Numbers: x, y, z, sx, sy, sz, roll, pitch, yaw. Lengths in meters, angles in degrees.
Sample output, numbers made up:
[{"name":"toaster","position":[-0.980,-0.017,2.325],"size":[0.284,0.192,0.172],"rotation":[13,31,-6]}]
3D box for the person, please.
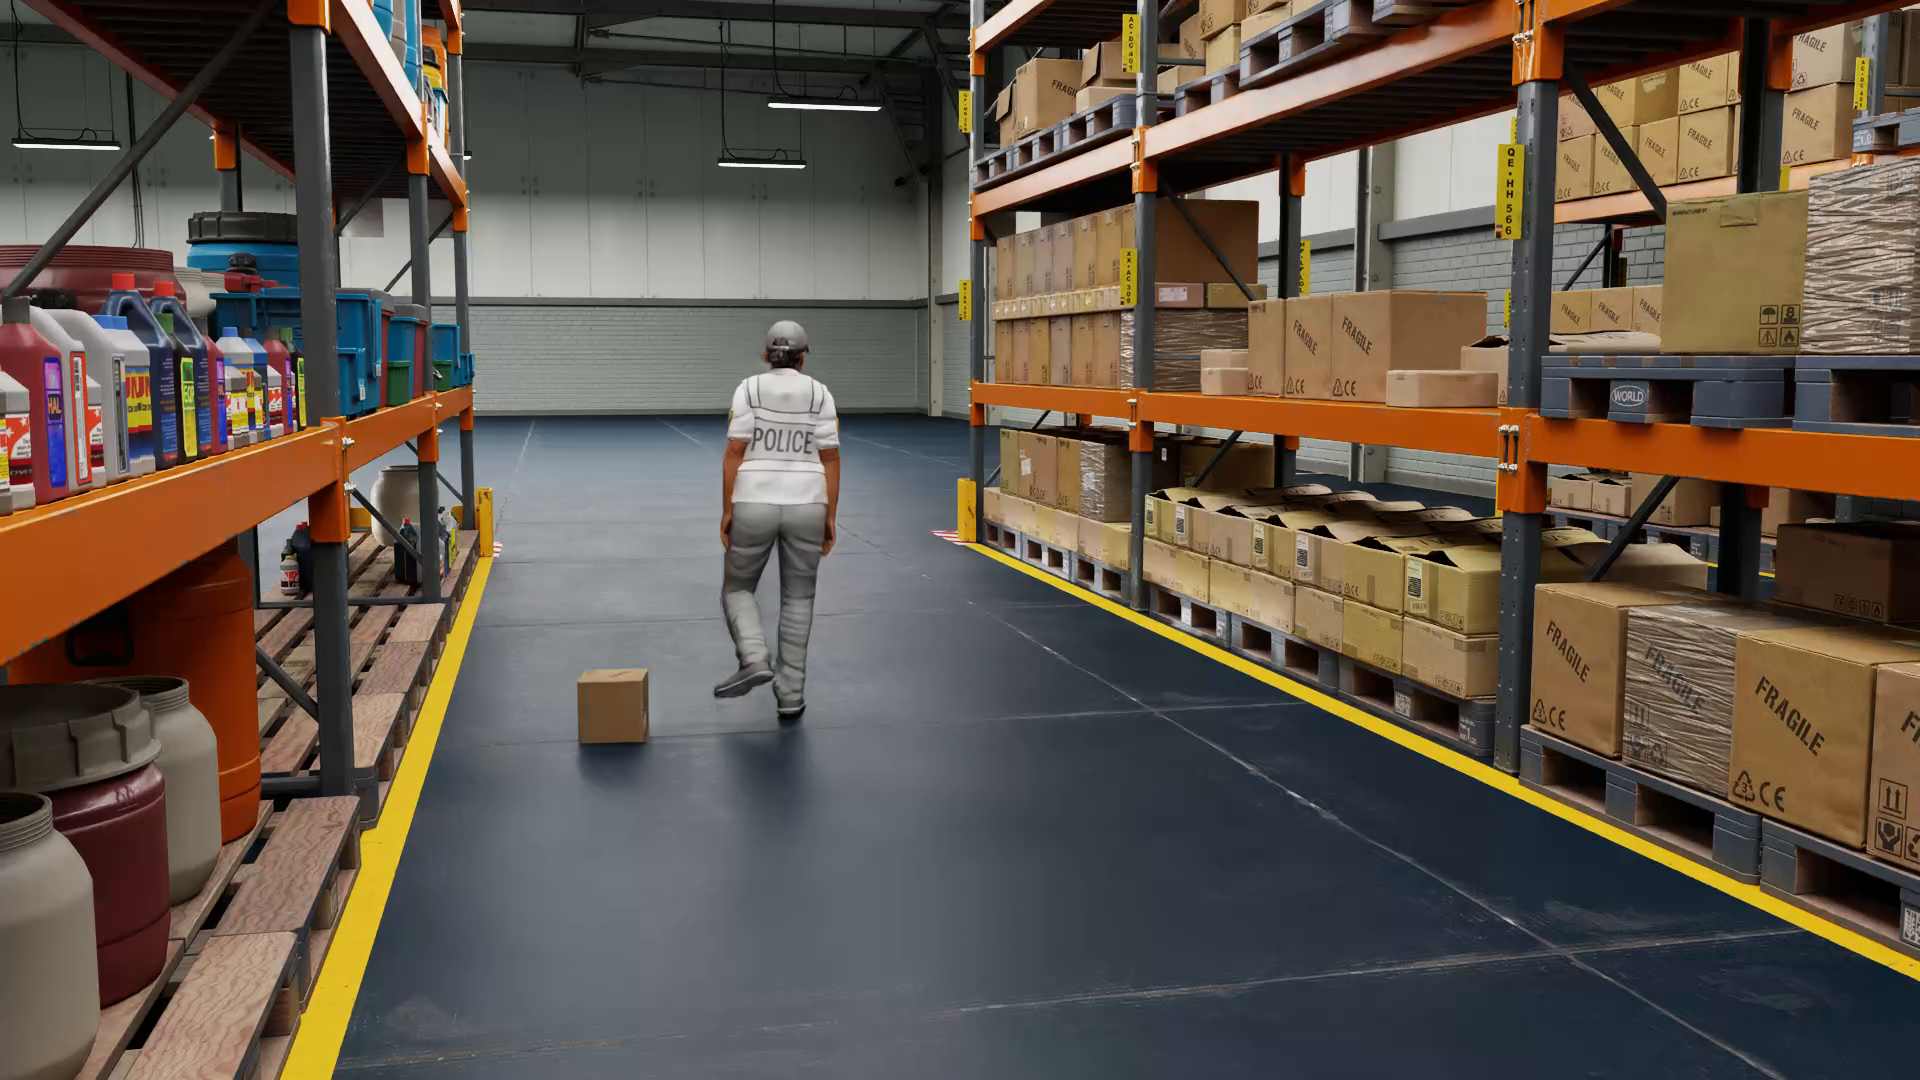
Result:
[{"name":"person","position":[-0.775,-0.093,7.006],"size":[0.554,1.658,0.556],"rotation":[-1,6,-11]}]
